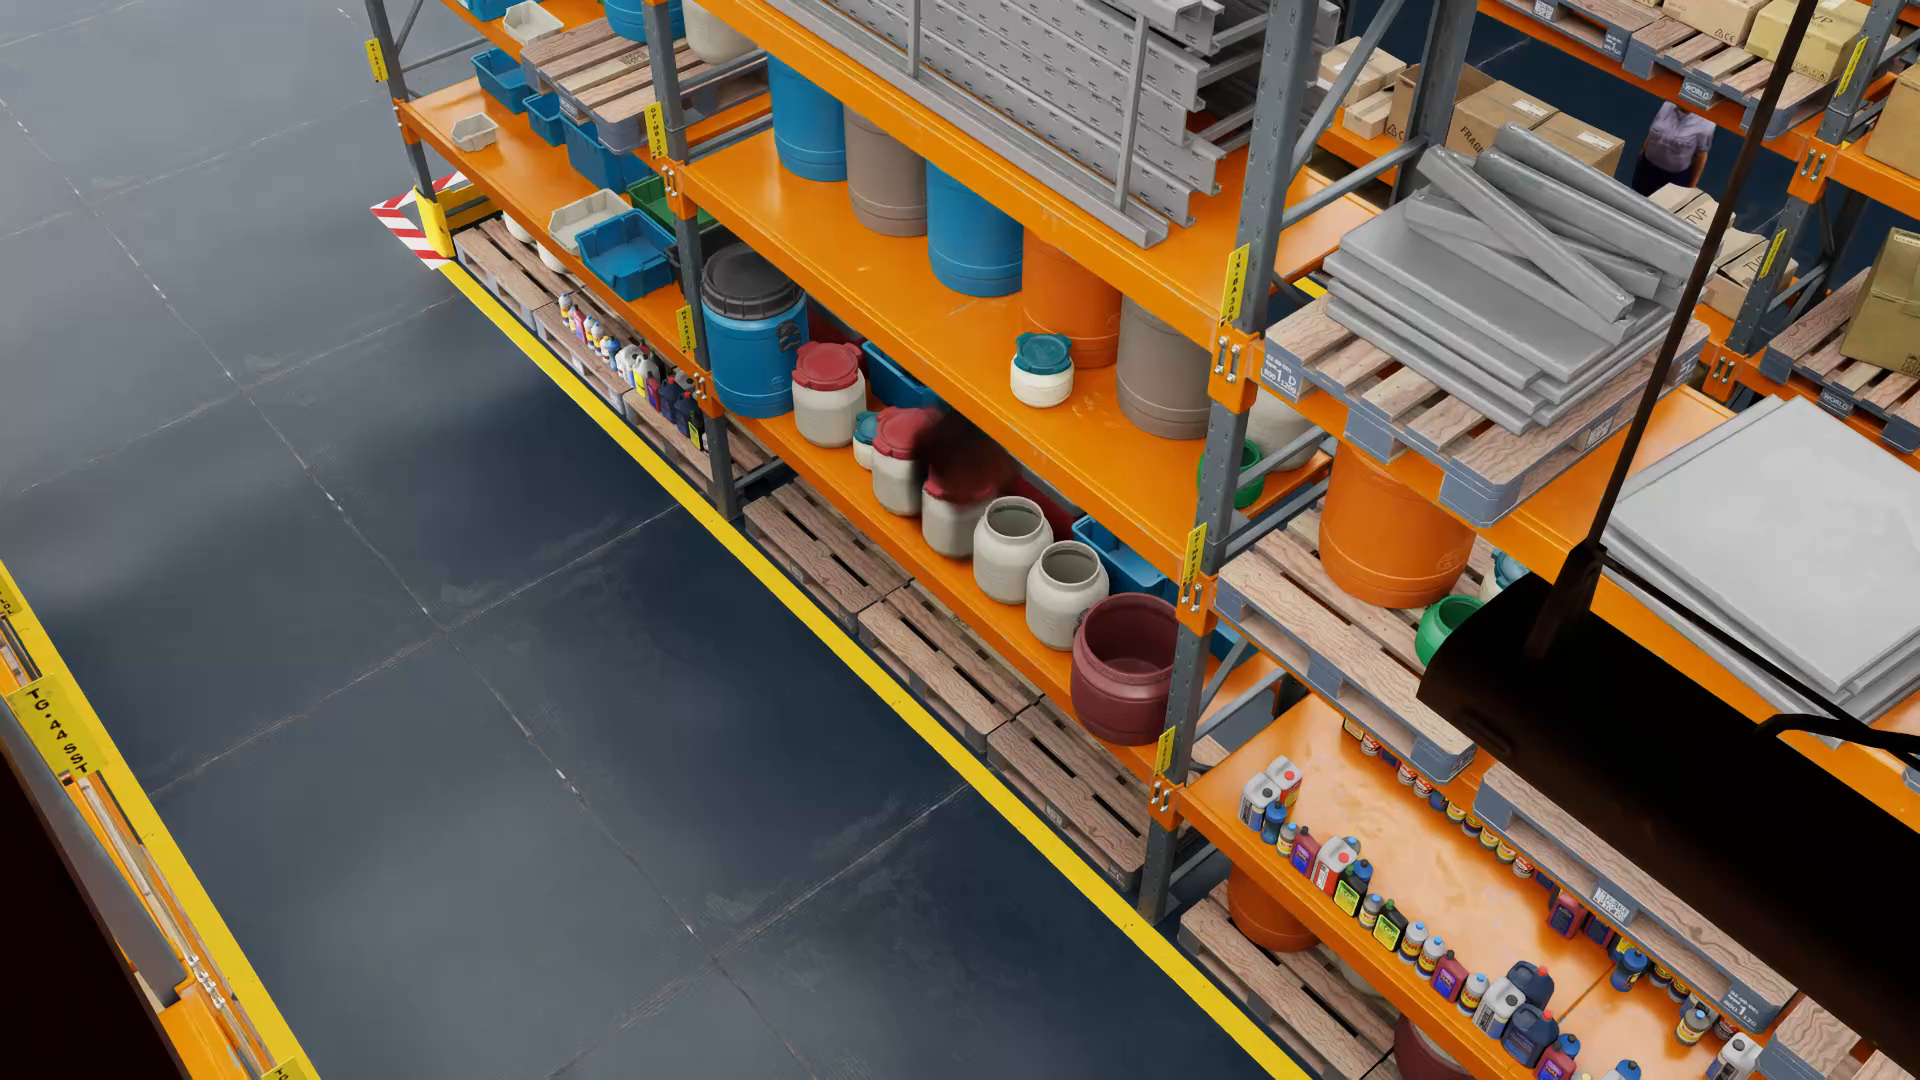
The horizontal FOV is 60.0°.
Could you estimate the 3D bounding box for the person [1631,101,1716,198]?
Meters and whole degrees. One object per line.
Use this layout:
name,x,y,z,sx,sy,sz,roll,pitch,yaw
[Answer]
person,5.275,-2.677,12.393,0.545,1.648,0.415,29,53,24
